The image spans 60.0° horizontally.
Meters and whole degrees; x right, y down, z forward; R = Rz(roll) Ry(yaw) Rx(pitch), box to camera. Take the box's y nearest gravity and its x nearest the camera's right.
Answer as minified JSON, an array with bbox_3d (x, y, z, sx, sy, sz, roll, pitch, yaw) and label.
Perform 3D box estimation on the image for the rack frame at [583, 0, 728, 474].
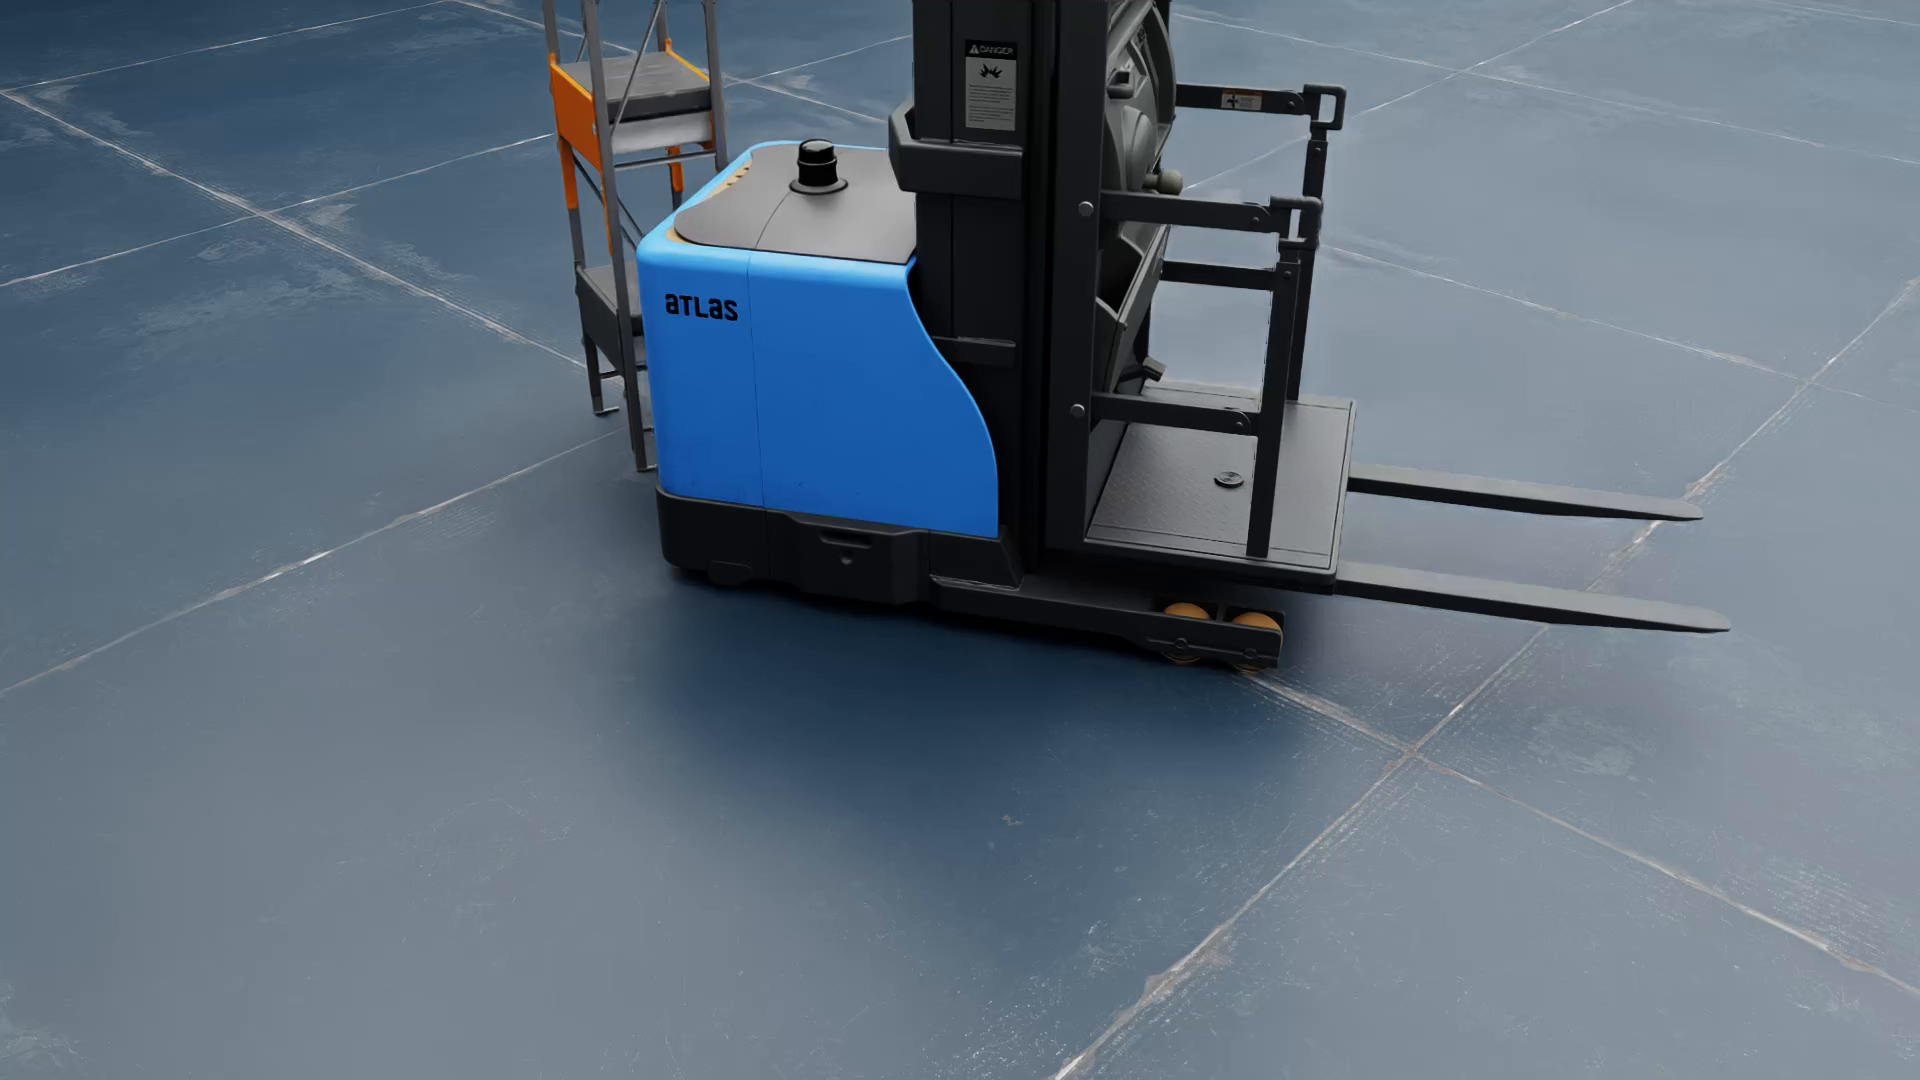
[{"bbox_3d":[-0.915,-1.175,5.166,0.400,2.100,0.015,-15,34,-23],"label":"rack frame"}]

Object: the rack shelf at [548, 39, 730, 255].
[{"bbox_3d":[-1.028,-1.275,5.358,0.431,0.518,0.480,-15,34,-23],"label":"rack shelf"}]

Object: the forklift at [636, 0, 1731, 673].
[{"bbox_3d":[0.669,-1.189,4.383,3.031,2.935,1.130,8,32,12],"label":"forklift"}]

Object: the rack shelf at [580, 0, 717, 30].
[{"bbox_3d":[-1.028,-1.875,4.997,0.431,0.518,0.480,-15,34,-23],"label":"rack shelf"}]

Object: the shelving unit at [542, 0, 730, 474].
[{"bbox_3d":[-1.028,-1.287,5.351,0.431,2.100,0.503,-15,34,-23],"label":"shelving unit"}]

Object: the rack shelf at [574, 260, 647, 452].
[{"bbox_3d":[-1.028,-0.675,5.719,0.431,0.518,0.480,-15,34,-23],"label":"rack shelf"}]

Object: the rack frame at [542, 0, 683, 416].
[{"bbox_3d":[-1.141,-1.398,5.537,0.400,2.100,0.015,-15,34,-23],"label":"rack frame"}]
